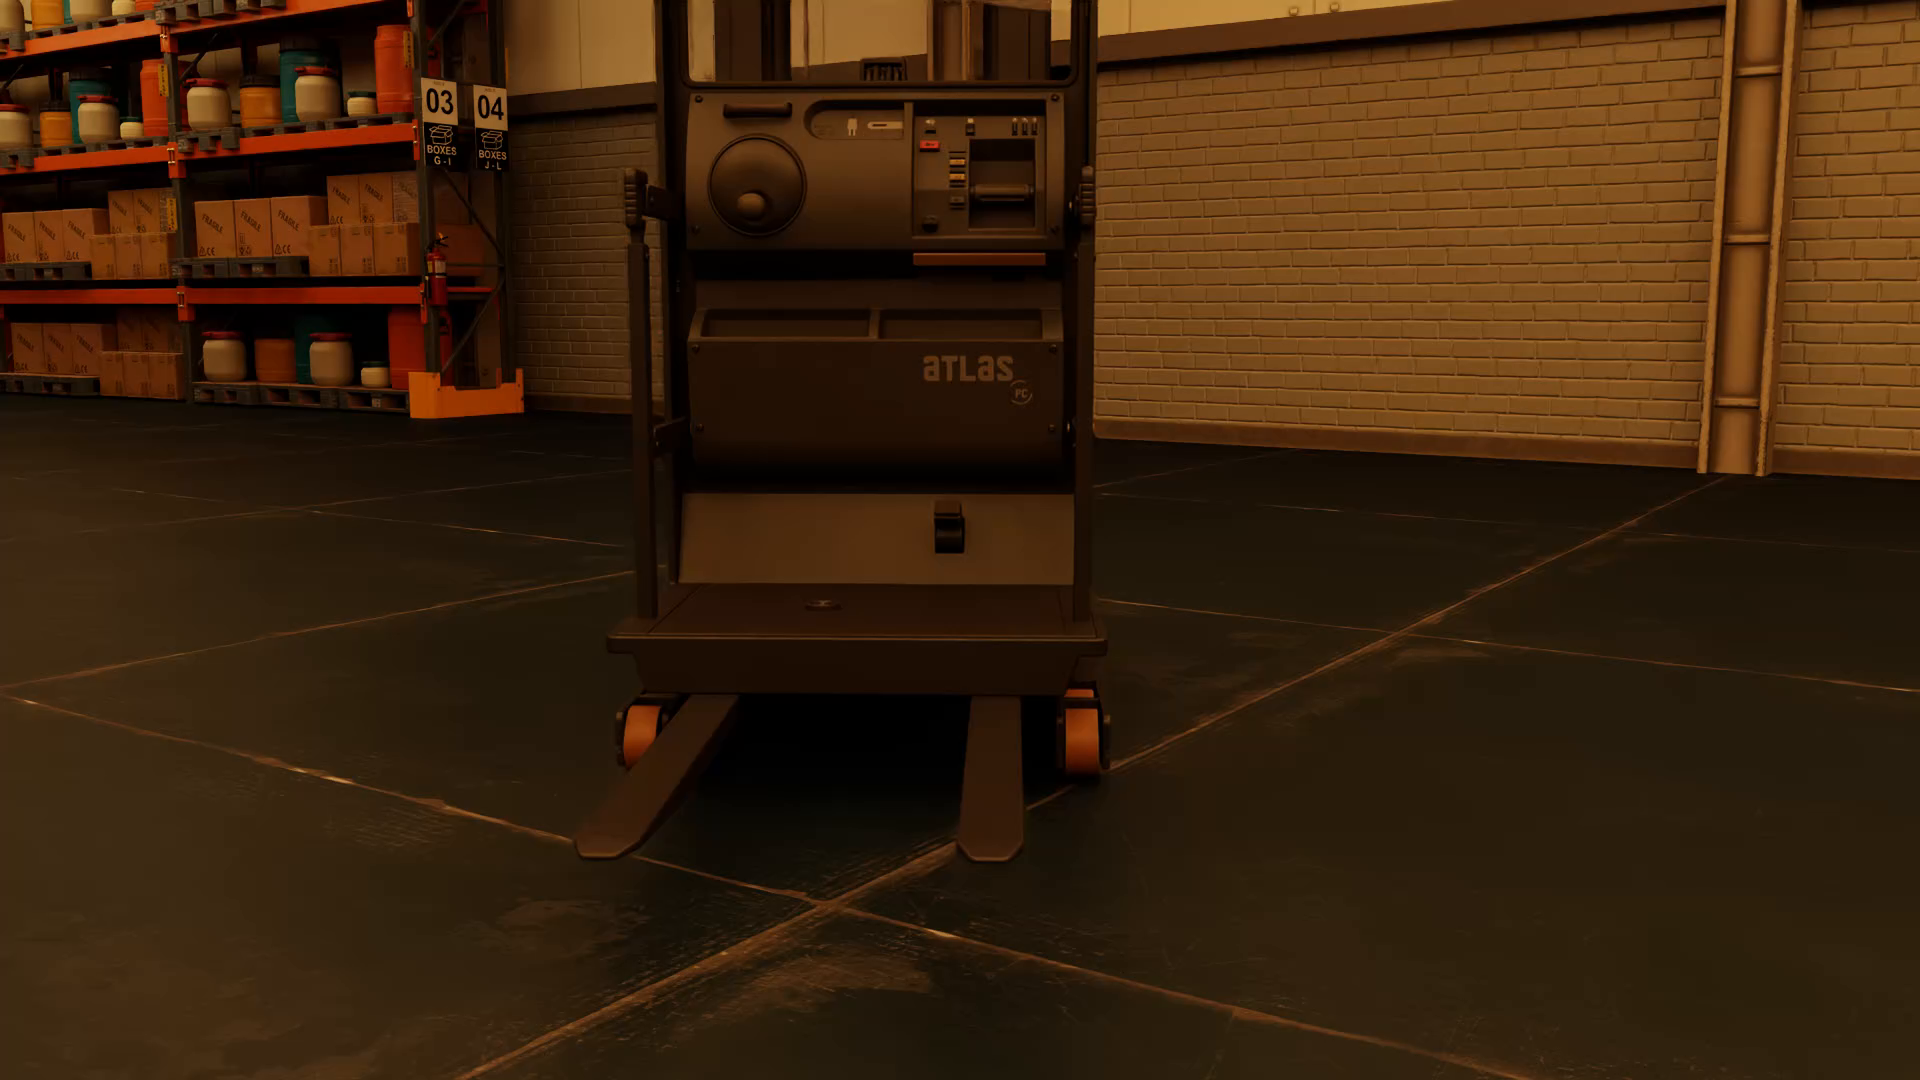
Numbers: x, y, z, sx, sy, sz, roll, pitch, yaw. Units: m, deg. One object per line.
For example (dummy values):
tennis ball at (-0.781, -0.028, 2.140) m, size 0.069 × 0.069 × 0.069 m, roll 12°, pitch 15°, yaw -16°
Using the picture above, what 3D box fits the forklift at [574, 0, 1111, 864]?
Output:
forklift at (-0.212, -0.952, 3.890) m, size 1.130 × 2.935 × 3.031 m, roll 0°, pitch 8°, yaw 2°
